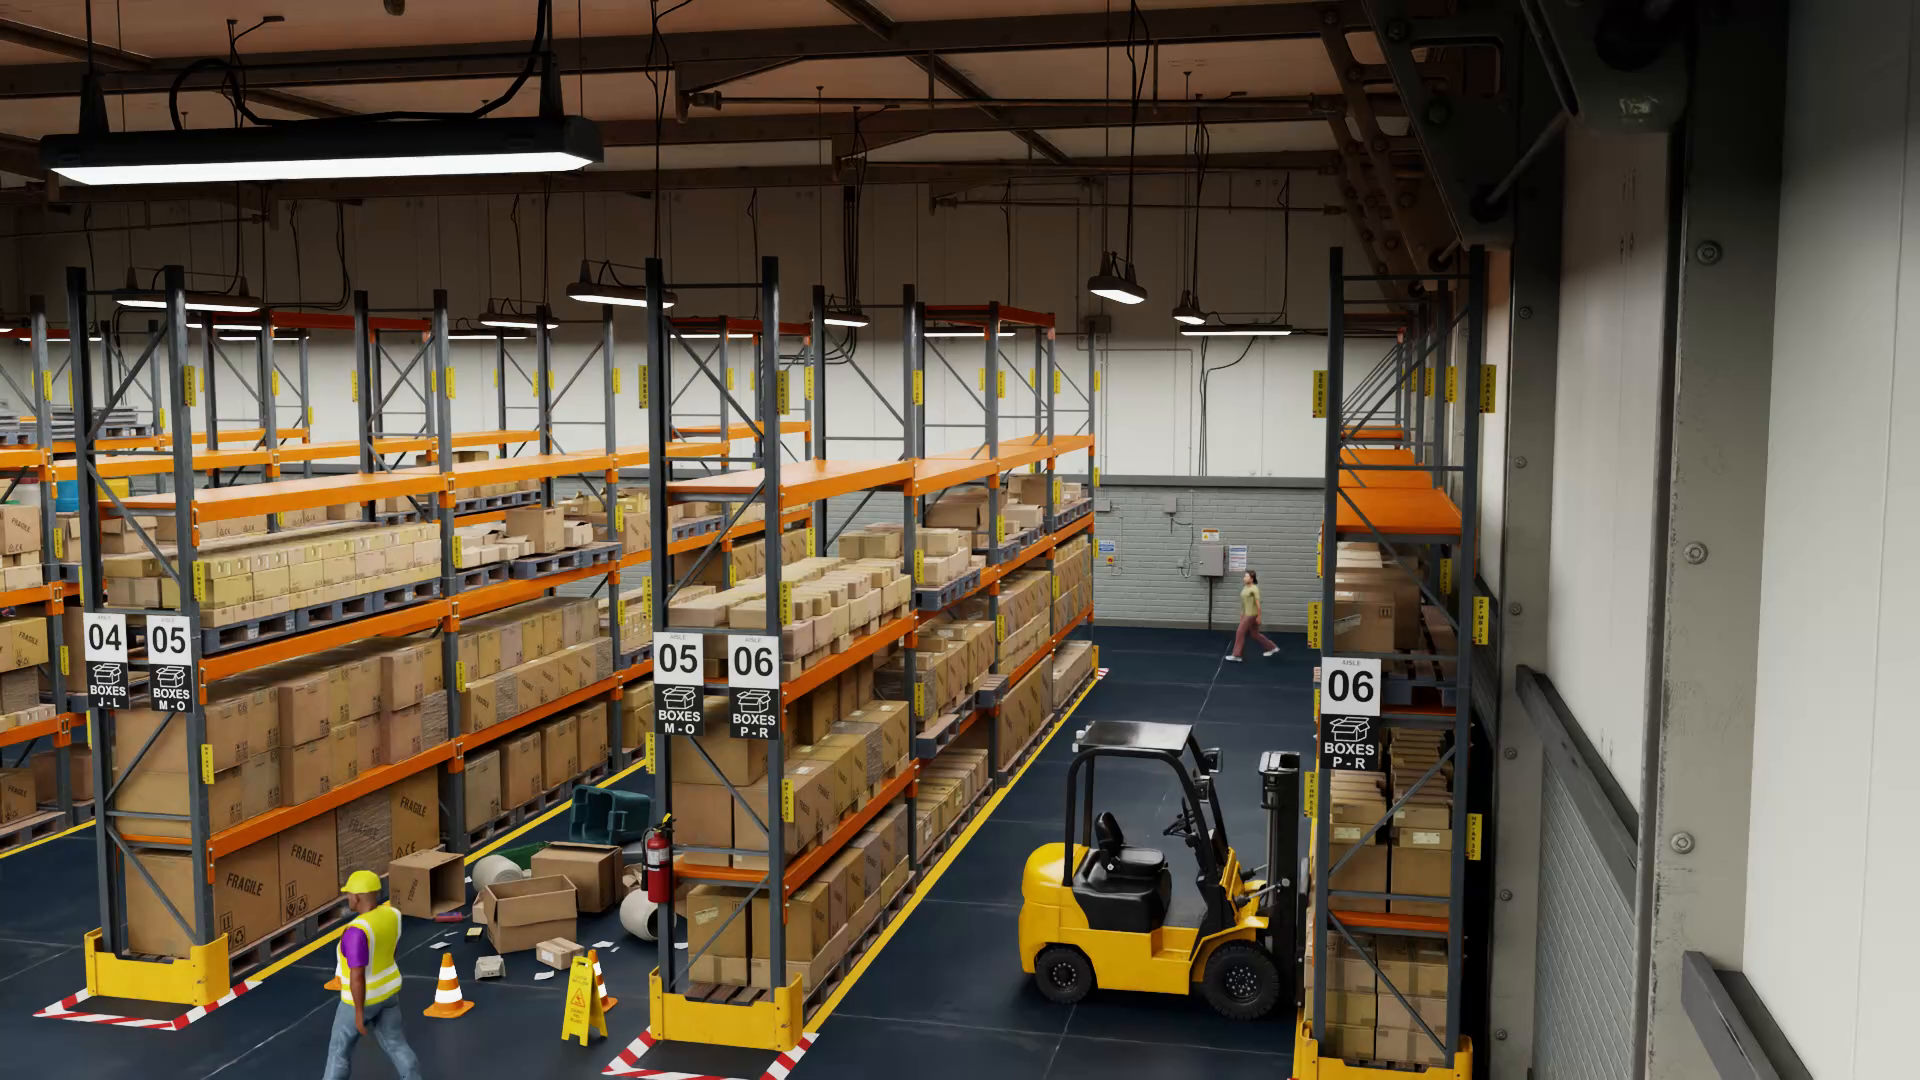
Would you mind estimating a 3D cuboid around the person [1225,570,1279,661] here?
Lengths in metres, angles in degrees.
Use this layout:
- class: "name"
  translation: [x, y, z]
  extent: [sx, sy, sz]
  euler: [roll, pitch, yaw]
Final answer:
- class: "person"
  translation: [5.226, 1.346, 29.679]
  extent: [0.972, 1.629, 0.435]
  euler: [0, 6, 2]

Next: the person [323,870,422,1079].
- class: "person"
  translation: [-4.129, 3.141, 11.529]
  extent: [0.909, 1.742, 0.568]
  euler: [2, 6, 23]
